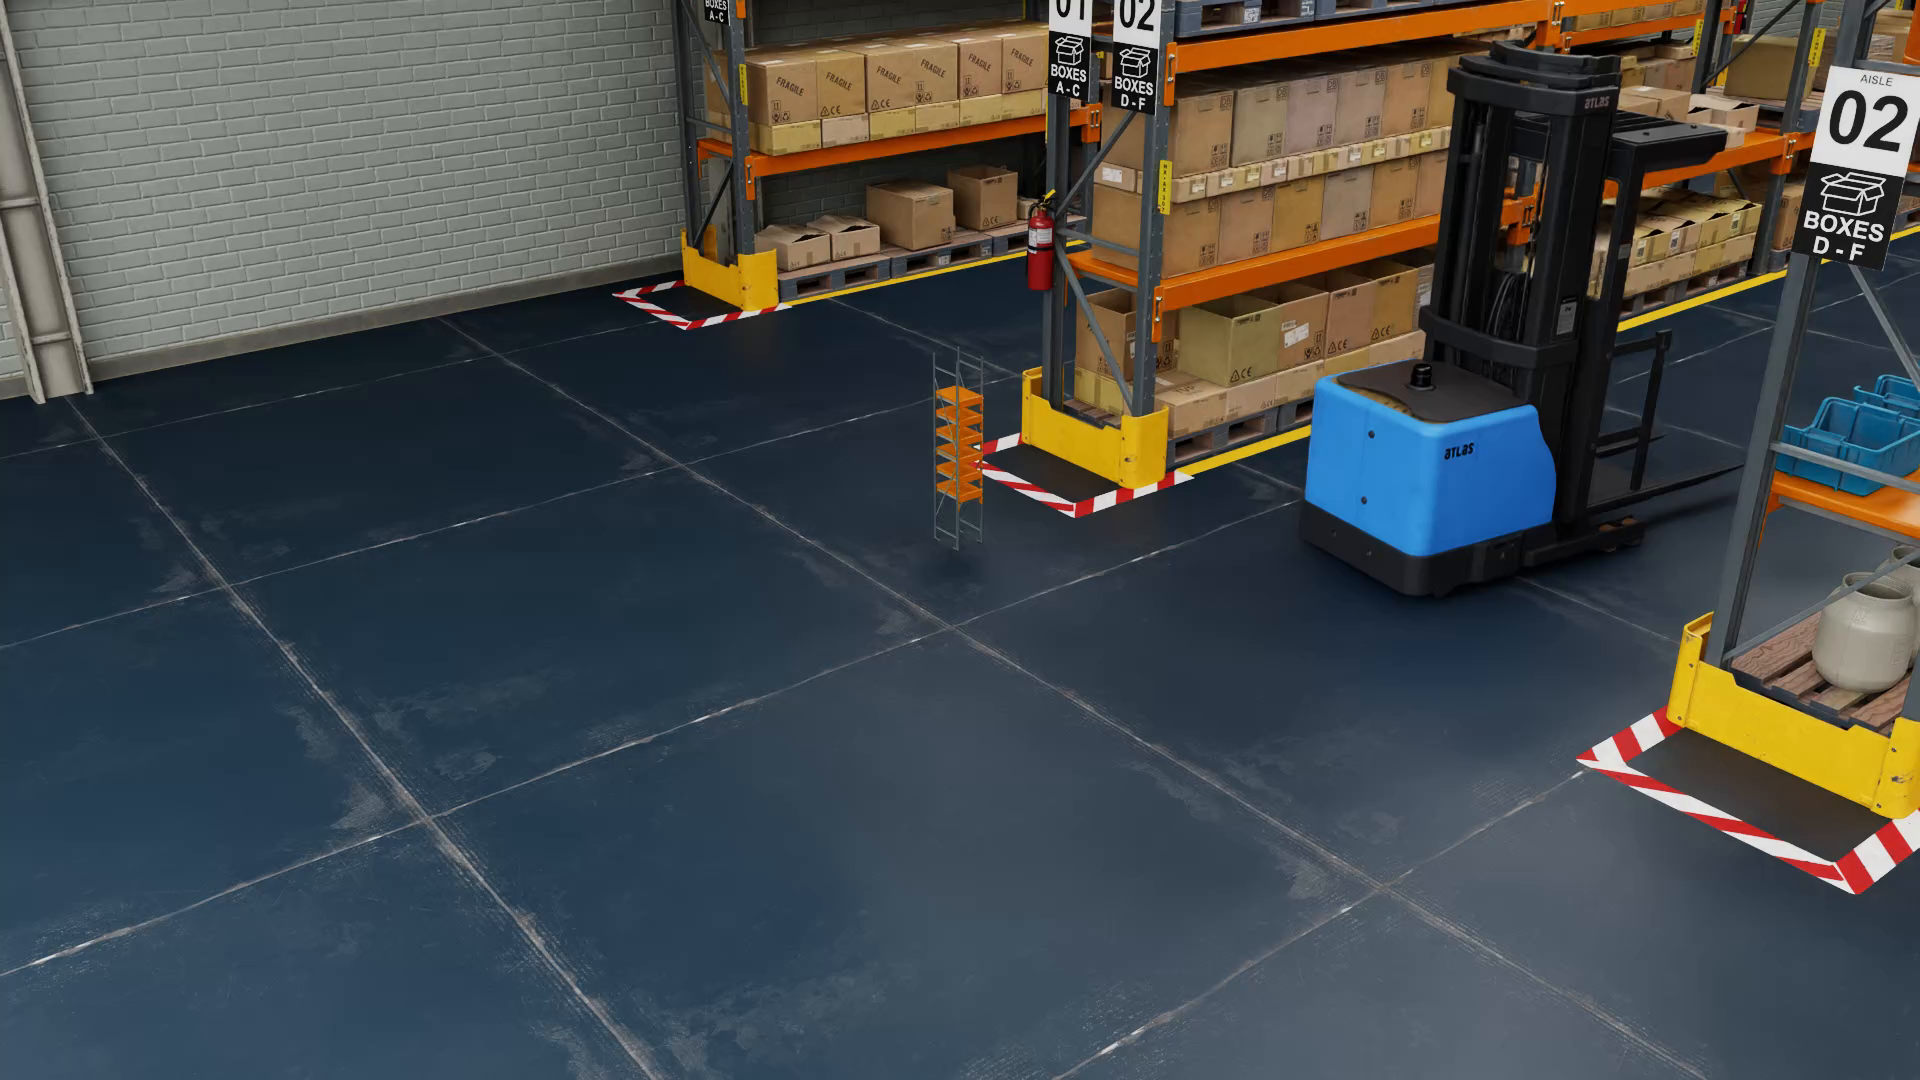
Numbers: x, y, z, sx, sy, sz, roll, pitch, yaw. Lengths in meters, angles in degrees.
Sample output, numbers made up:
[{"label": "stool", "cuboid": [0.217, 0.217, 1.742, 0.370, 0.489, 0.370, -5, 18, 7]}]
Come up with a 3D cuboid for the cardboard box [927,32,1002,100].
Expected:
[{"label": "cardboard box", "cuboid": [0.039, -4.406, 15.444, 0.500, 0.500, 0.500, -19, 31, -35]}]

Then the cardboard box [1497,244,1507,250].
[{"label": "cardboard box", "cuboid": [4.213, -2.367, 13.887, 0.500, 0.311, 0.500, -18, 31, -34]}]

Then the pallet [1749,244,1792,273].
[{"label": "pallet", "cuboid": [7.830, -2.924, 16.301, 1.213, 0.211, 1.003, -18, 31, -34]}]

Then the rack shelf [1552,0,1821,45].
[{"label": "rack shelf", "cuboid": [5.646, -4.523, 13.723, 4.000, 0.370, 1.077, -18, 31, -34]}]

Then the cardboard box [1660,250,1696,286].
[{"label": "cardboard box", "cuboid": [6.155, -2.469, 14.774, 0.500, 0.250, 0.500, -17, 30, -33]}]

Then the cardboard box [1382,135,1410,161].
[{"label": "cardboard box", "cuboid": [2.990, -2.837, 11.911, 0.250, 0.149, 0.380, -17, 30, -33]}]

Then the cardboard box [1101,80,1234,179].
[{"label": "cardboard box", "cuboid": [1.341, -2.694, 10.833, 0.500, 0.500, 0.700, -18, 30, -34]}]

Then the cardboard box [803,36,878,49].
[{"label": "cardboard box", "cuboid": [-1.090, -4.307, 15.231, 0.500, 0.500, 0.500, -19, 31, -35]}]

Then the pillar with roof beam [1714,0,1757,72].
[{"label": "pillar with roof beam", "cuboid": [14.702, -10.009, 21.127, 0.400, 9.000, 9.100, -18, 31, -34]}]

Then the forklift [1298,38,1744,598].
[{"label": "forklift", "cuboid": [3.607, -1.435, 9.859, 3.031, 2.935, 1.130, -13, 28, -26]}]

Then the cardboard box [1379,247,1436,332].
[{"label": "cardboard box", "cuboid": [3.441, -1.933, 12.729, 0.500, 0.500, 0.500, -18, 31, -34]}]

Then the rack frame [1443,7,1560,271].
[{"label": "rack frame", "cuboid": [4.072, -2.969, 13.084, 0.127, 3.000, 1.000, -18, 31, -34]}]

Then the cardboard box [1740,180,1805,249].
[{"label": "cardboard box", "cuboid": [7.754, -3.097, 15.807, 0.500, 0.500, 0.500, -17, 30, -32]}]

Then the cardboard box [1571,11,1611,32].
[{"label": "cardboard box", "cuboid": [7.744, -6.959, 21.324, 0.700, 0.700, 0.980, -18, 30, -33]}]

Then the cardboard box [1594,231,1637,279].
[{"label": "cardboard box", "cuboid": [5.354, -2.454, 14.077, 0.500, 0.311, 0.500, -19, 31, -36]}]

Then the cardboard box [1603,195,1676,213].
[{"label": "cardboard box", "cuboid": [6.218, -3.028, 15.311, 0.500, 0.311, 0.500, -19, 31, -35]}]

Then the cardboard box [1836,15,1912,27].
[{"label": "cardboard box", "cuboid": [9.354, -5.034, 16.916, 0.500, 0.500, 0.700, -13, 28, -26]}]

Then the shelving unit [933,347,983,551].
[{"label": "shelving unit", "cuboid": [-0.011, -0.540, 9.989, 0.189, 1.200, 0.258, -18, 31, -34]}]

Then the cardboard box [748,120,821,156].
[{"label": "cardboard box", "cuboid": [-1.556, -3.532, 14.453, 0.500, 0.250, 0.500, -19, 31, -35]}]

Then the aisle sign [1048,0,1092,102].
[{"label": "aisle sign", "cuboid": [0.691, -3.189, 10.471, 0.004, 0.787, 0.394, -18, 31, -34]}]

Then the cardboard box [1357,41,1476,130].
[{"label": "cardboard box", "cuboid": [3.330, -3.354, 12.253, 0.500, 0.500, 0.700, -18, 31, -34]}]

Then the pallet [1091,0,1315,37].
[{"label": "pallet", "cuboid": [1.496, -3.425, 10.609, 1.213, 0.211, 1.003, -18, 31, -34]}]

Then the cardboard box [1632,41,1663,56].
[{"label": "cardboard box", "cuboid": [9.543, -6.829, 23.101, 0.250, 0.149, 0.380, -18, 30, -34]}]

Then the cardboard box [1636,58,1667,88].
[{"label": "cardboard box", "cuboid": [9.177, -6.307, 22.747, 0.500, 0.500, 0.700, -19, 31, -36]}]

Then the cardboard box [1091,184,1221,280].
[{"label": "cardboard box", "cuboid": [1.299, -2.092, 11.076, 0.500, 0.500, 0.700, -18, 31, -34]}]

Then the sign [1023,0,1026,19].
[{"label": "sign", "cuboid": [0.667, -5.317, 16.768, 0.005, 0.325, 0.100, -18, 31, -34]}]

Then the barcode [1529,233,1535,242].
[{"label": "barcode", "cuboid": [4.529, -2.398, 13.161, 0.075, 0.075, 0.001, -18, 31, -34]}]

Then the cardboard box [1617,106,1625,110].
[{"label": "cardboard box", "cuboid": [5.101, -3.345, 13.776, 0.500, 0.500, 0.500, -16, 29, -30]}]

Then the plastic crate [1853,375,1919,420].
[{"label": "plastic crate", "cuboid": [4.701, -0.616, 8.192, 0.408, 0.251, 0.499, -18, 31, -34]}]

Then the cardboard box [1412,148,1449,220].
[{"label": "cardboard box", "cuboid": [3.315, -2.758, 12.510, 0.500, 0.500, 0.700, -19, 31, -35]}]

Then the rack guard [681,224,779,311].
[{"label": "rack guard", "cuboid": [-2.076, -2.456, 14.947, 0.348, 0.500, 1.175, -18, 31, -34]}]

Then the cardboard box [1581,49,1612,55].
[{"label": "cardboard box", "cuboid": [8.542, -6.498, 22.388, 0.250, 0.149, 0.380, -18, 30, -34]}]

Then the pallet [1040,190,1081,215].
[{"label": "pallet", "cuboid": [1.624, -3.547, 17.641, 1.213, 0.211, 1.003, -18, 31, -34]}]

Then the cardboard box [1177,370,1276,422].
[{"label": "cardboard box", "cuboid": [1.874, -1.070, 11.759, 0.500, 0.250, 0.500, -18, 31, -34]}]

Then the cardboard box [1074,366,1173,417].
[{"label": "cardboard box", "cuboid": [1.164, -1.110, 11.846, 0.500, 0.250, 0.500, -18, 31, -34]}]

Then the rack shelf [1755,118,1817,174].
[{"label": "rack shelf", "cuboid": [8.793, -4.201, 16.594, 4.000, 0.370, 1.077, -18, 31, -34]}]

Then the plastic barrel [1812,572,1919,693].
[{"label": "plastic barrel", "cuboid": [4.448, 0.454, 8.165, 0.421, 0.512, 0.421, 0, 25, 0]}]

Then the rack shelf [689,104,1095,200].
[{"label": "rack shelf", "cuboid": [-0.562, -3.763, 15.650, 4.000, 0.370, 1.077, -18, 31, -34]}]

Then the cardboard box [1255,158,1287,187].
[{"label": "cardboard box", "cuboid": [1.969, -2.499, 11.181, 0.250, 0.149, 0.380, -19, 31, -35]}]

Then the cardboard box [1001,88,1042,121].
[{"label": "cardboard box", "cuboid": [0.429, -4.200, 15.891, 0.500, 0.250, 0.500, -18, 30, -34]}]

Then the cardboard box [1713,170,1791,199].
[{"label": "cardboard box", "cuboid": [7.810, -3.394, 16.447, 0.500, 0.500, 0.500, -17, 30, -32]}]

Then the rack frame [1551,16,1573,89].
[{"label": "rack frame", "cuboid": [7.307, -6.687, 21.095, 0.127, 3.000, 1.000, -18, 31, -34]}]

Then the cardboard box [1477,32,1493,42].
[{"label": "cardboard box", "cuboid": [6.189, -6.085, 20.073, 0.250, 0.149, 0.380, -19, 31, -35]}]

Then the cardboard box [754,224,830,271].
[{"label": "cardboard box", "cuboid": [-1.536, -2.700, 15.175, 0.500, 0.311, 0.500, -23, 33, -40]}]

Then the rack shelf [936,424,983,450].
[{"label": "rack shelf", "cuboid": [-0.011, -0.609, 9.957, 0.180, 0.103, 0.258, -18, 31, -34]}]

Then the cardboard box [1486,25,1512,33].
[{"label": "cardboard box", "cuboid": [6.304, -6.409, 20.001, 0.500, 0.500, 0.500, -18, 30, -34]}]

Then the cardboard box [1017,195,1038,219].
[{"label": "cardboard box", "cuboid": [0.610, -3.374, 16.801, 0.380, 0.166, 0.250, 22, 33, 39]}]

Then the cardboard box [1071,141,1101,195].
[{"label": "cardboard box", "cuboid": [1.581, -3.871, 17.475, 0.500, 0.500, 0.700, -17, 30, -32]}]
